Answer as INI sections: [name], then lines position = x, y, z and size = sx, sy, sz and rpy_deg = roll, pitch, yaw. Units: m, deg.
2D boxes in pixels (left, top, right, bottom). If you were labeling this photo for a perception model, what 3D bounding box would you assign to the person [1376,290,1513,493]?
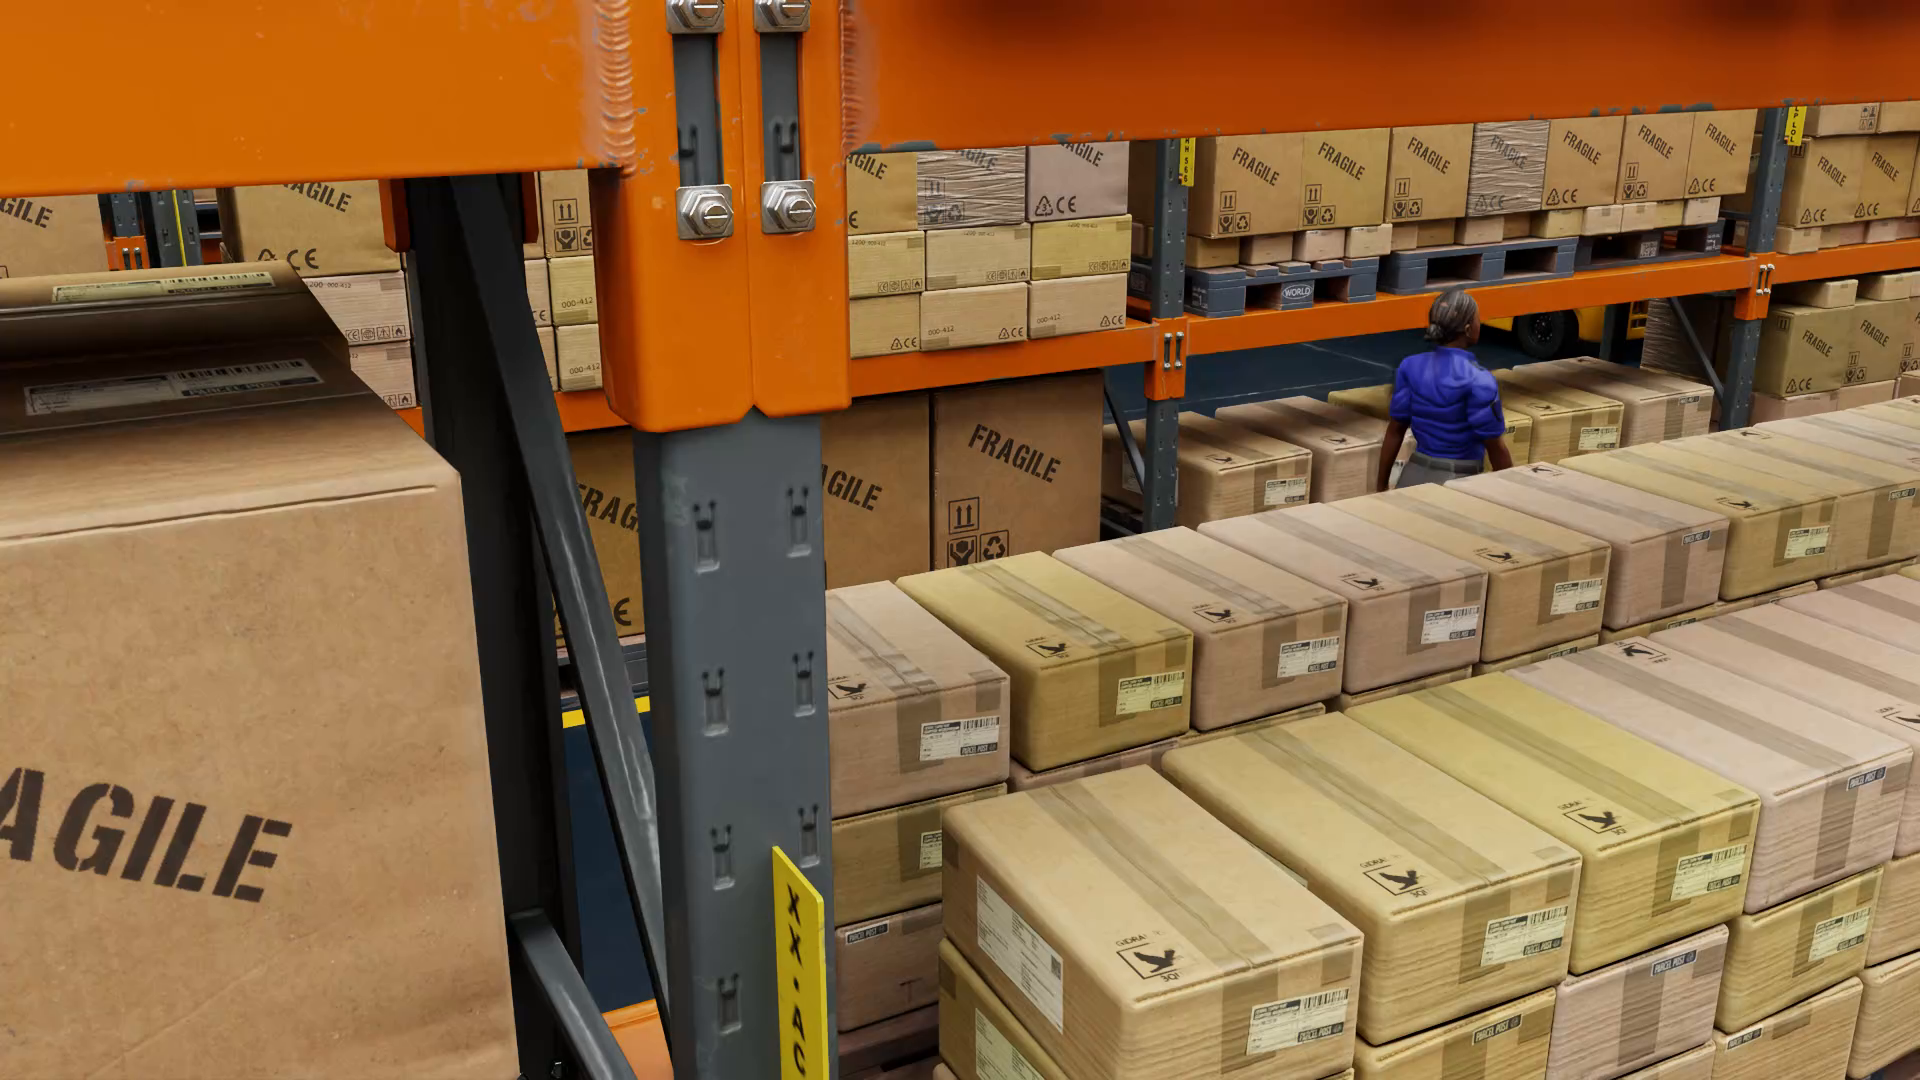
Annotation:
[person]
position = 1.963, -0.176, 6.581
size = 0.860, 1.646, 0.495
rpy_deg = -11, 22, -30
